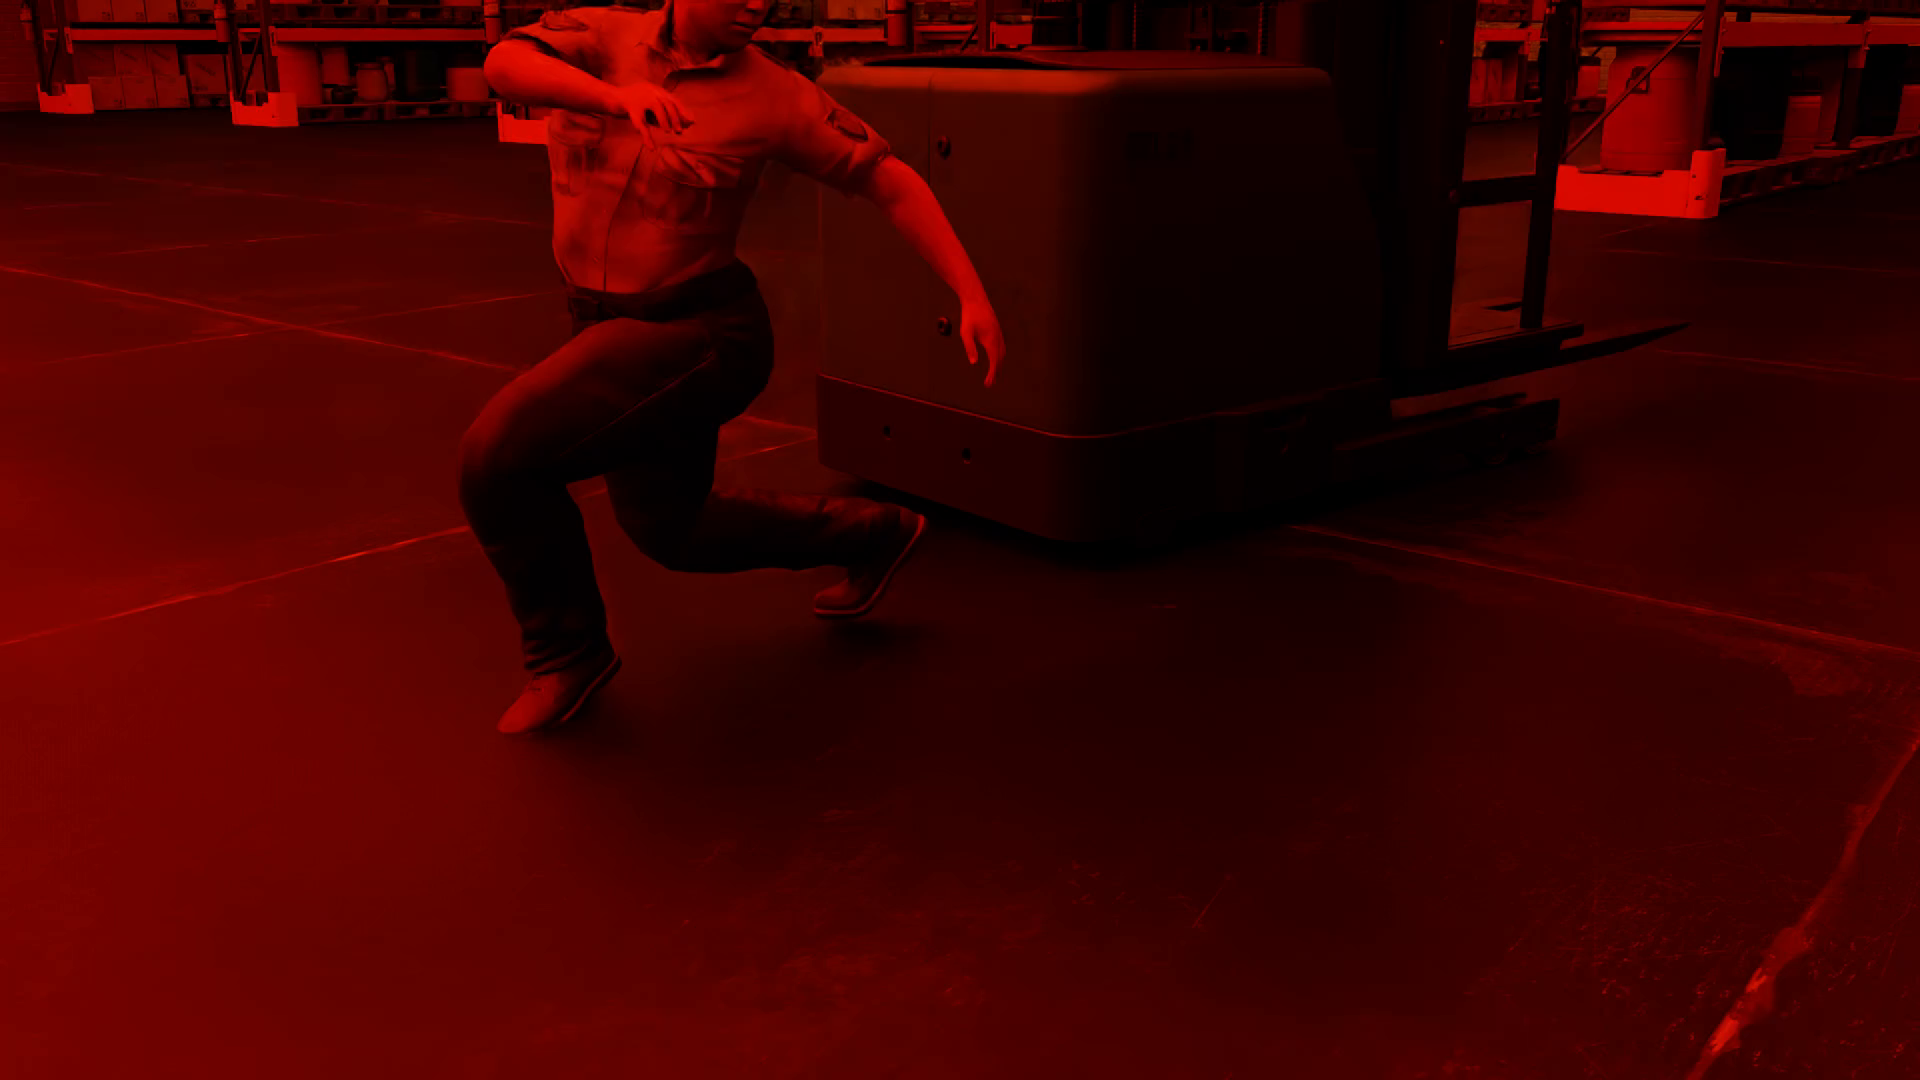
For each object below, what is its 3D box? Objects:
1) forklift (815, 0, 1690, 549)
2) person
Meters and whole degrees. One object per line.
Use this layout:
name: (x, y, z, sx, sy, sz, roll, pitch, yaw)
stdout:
forklift: (1.081, -1.714, 4.541, 3.031, 2.935, 1.130, -14, 22, -38)
person: (-0.399, -0.372, 2.887, 0.932, 1.420, 0.709, -16, 23, -42)
